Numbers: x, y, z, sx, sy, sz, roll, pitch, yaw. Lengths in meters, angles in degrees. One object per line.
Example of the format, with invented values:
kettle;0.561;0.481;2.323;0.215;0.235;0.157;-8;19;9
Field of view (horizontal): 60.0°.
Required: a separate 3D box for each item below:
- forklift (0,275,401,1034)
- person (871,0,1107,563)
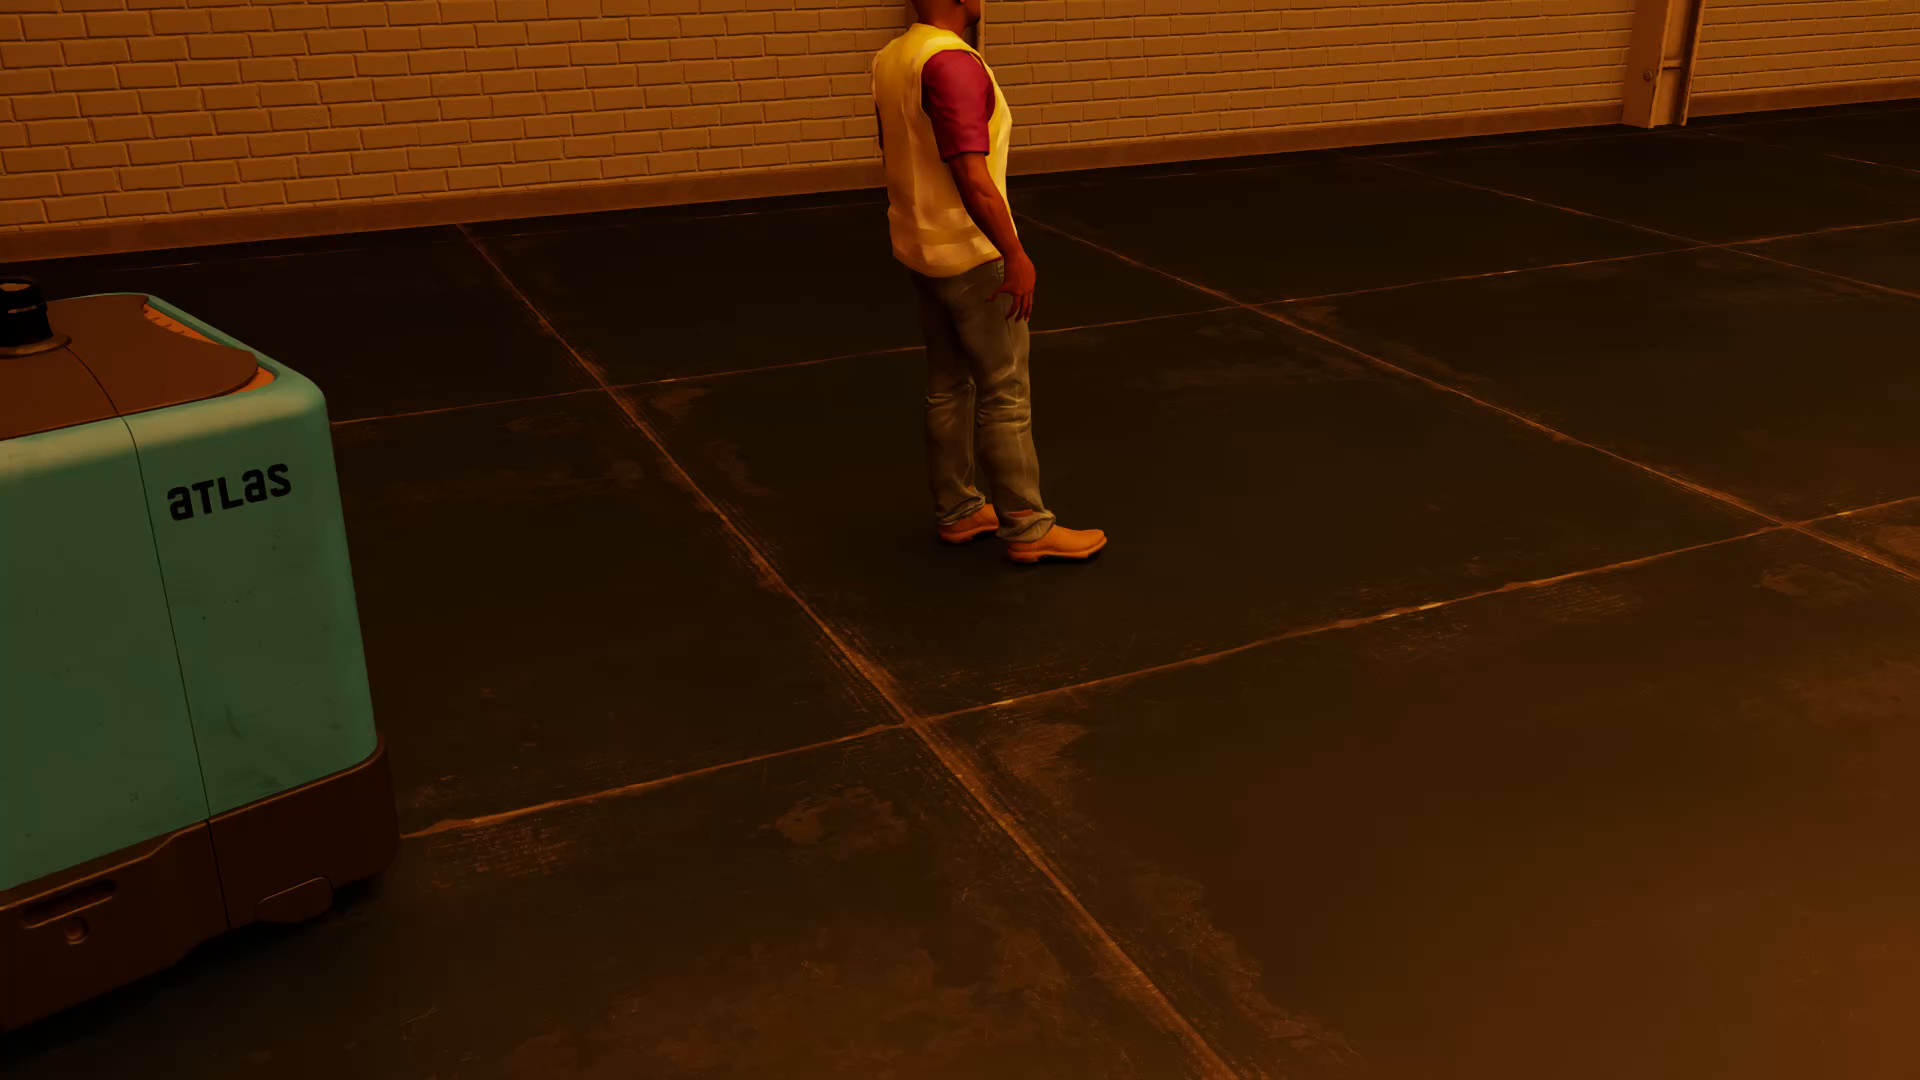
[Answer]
forklift;-2.571;-0.403;2.257;3.031;2.935;1.130;-19;29;-38
person;0.066;-0.832;4.788;0.575;1.768;0.665;-10;25;-23
